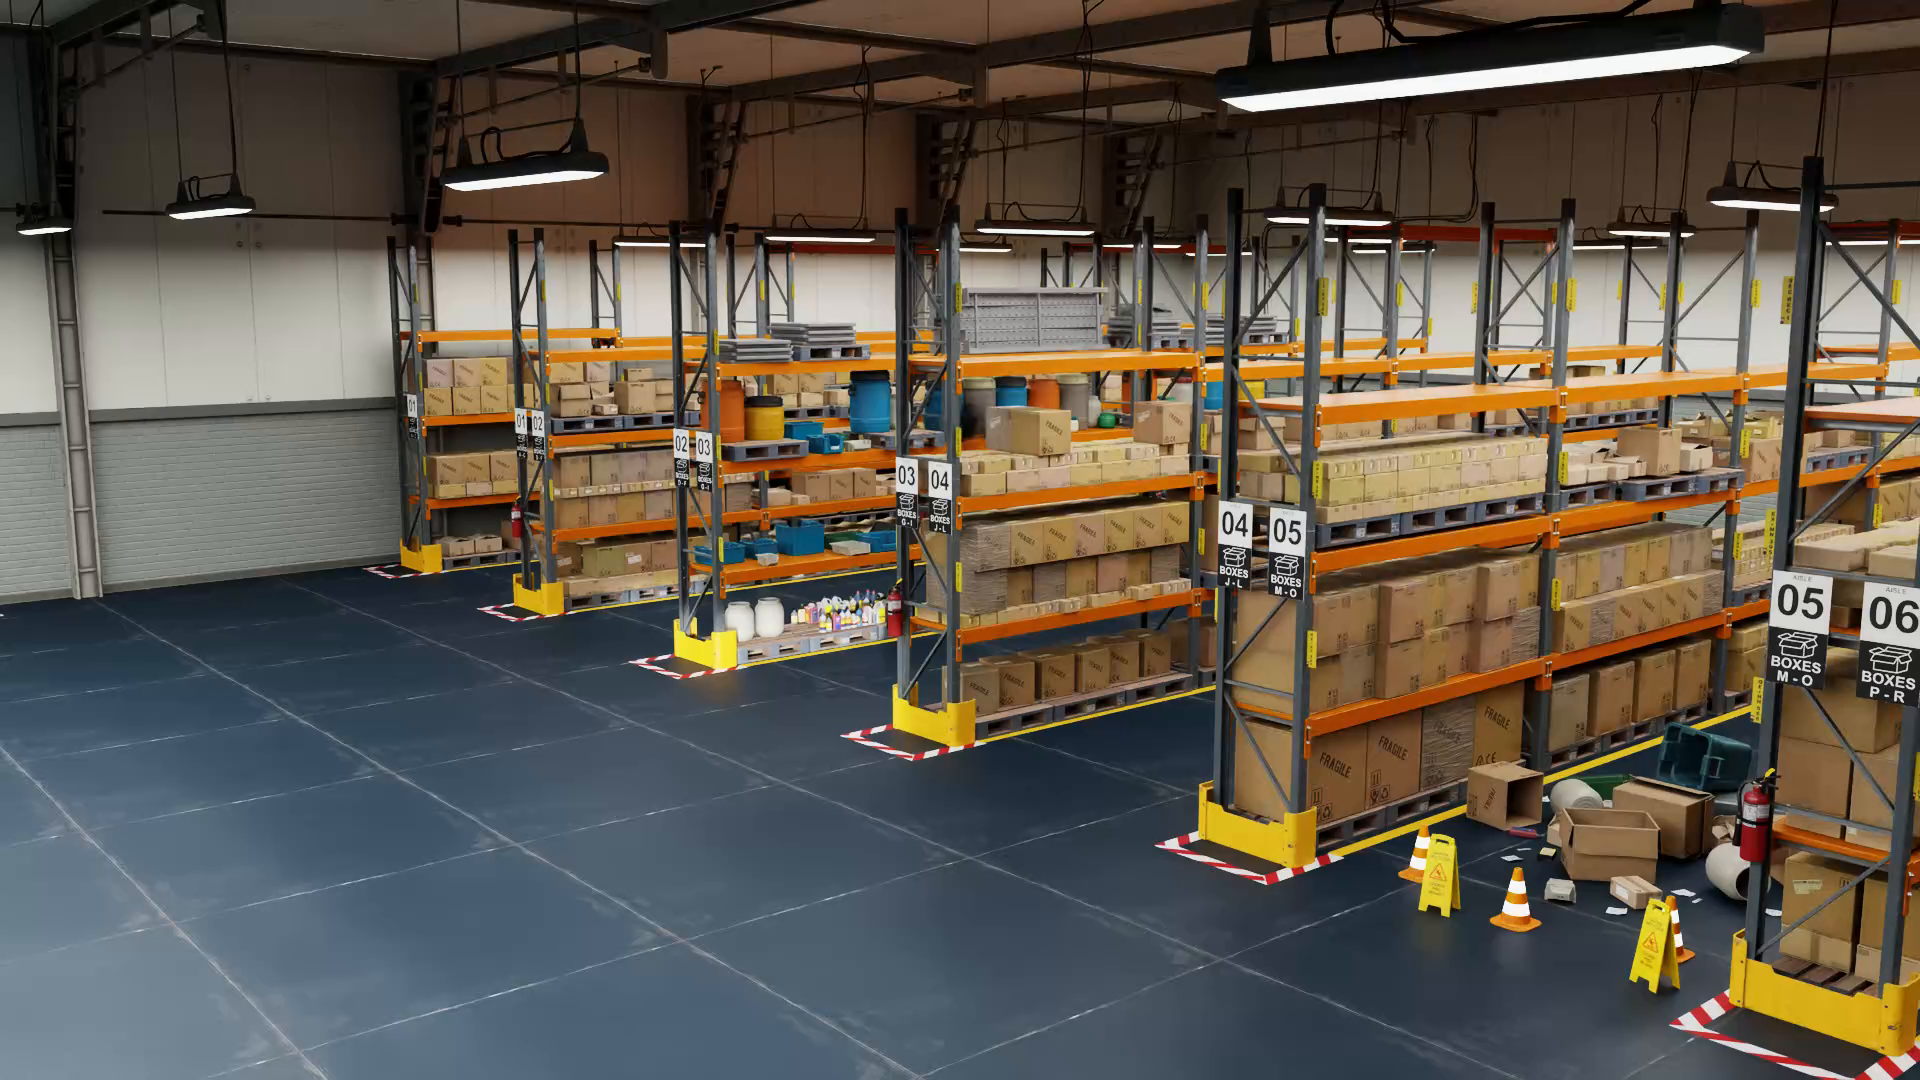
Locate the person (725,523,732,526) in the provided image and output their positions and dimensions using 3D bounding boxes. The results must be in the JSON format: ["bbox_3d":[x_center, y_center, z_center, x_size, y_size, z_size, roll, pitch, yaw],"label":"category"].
[{"bbox_3d":[-4.425,-0.456,31.342,0.494,1.706,0.801,6,11,36],"label":"person"}]

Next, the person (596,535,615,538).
[{"bbox_3d":[-6.197,-0.008,29.083,0.645,1.516,1.148,5,10,30],"label":"person"}]
